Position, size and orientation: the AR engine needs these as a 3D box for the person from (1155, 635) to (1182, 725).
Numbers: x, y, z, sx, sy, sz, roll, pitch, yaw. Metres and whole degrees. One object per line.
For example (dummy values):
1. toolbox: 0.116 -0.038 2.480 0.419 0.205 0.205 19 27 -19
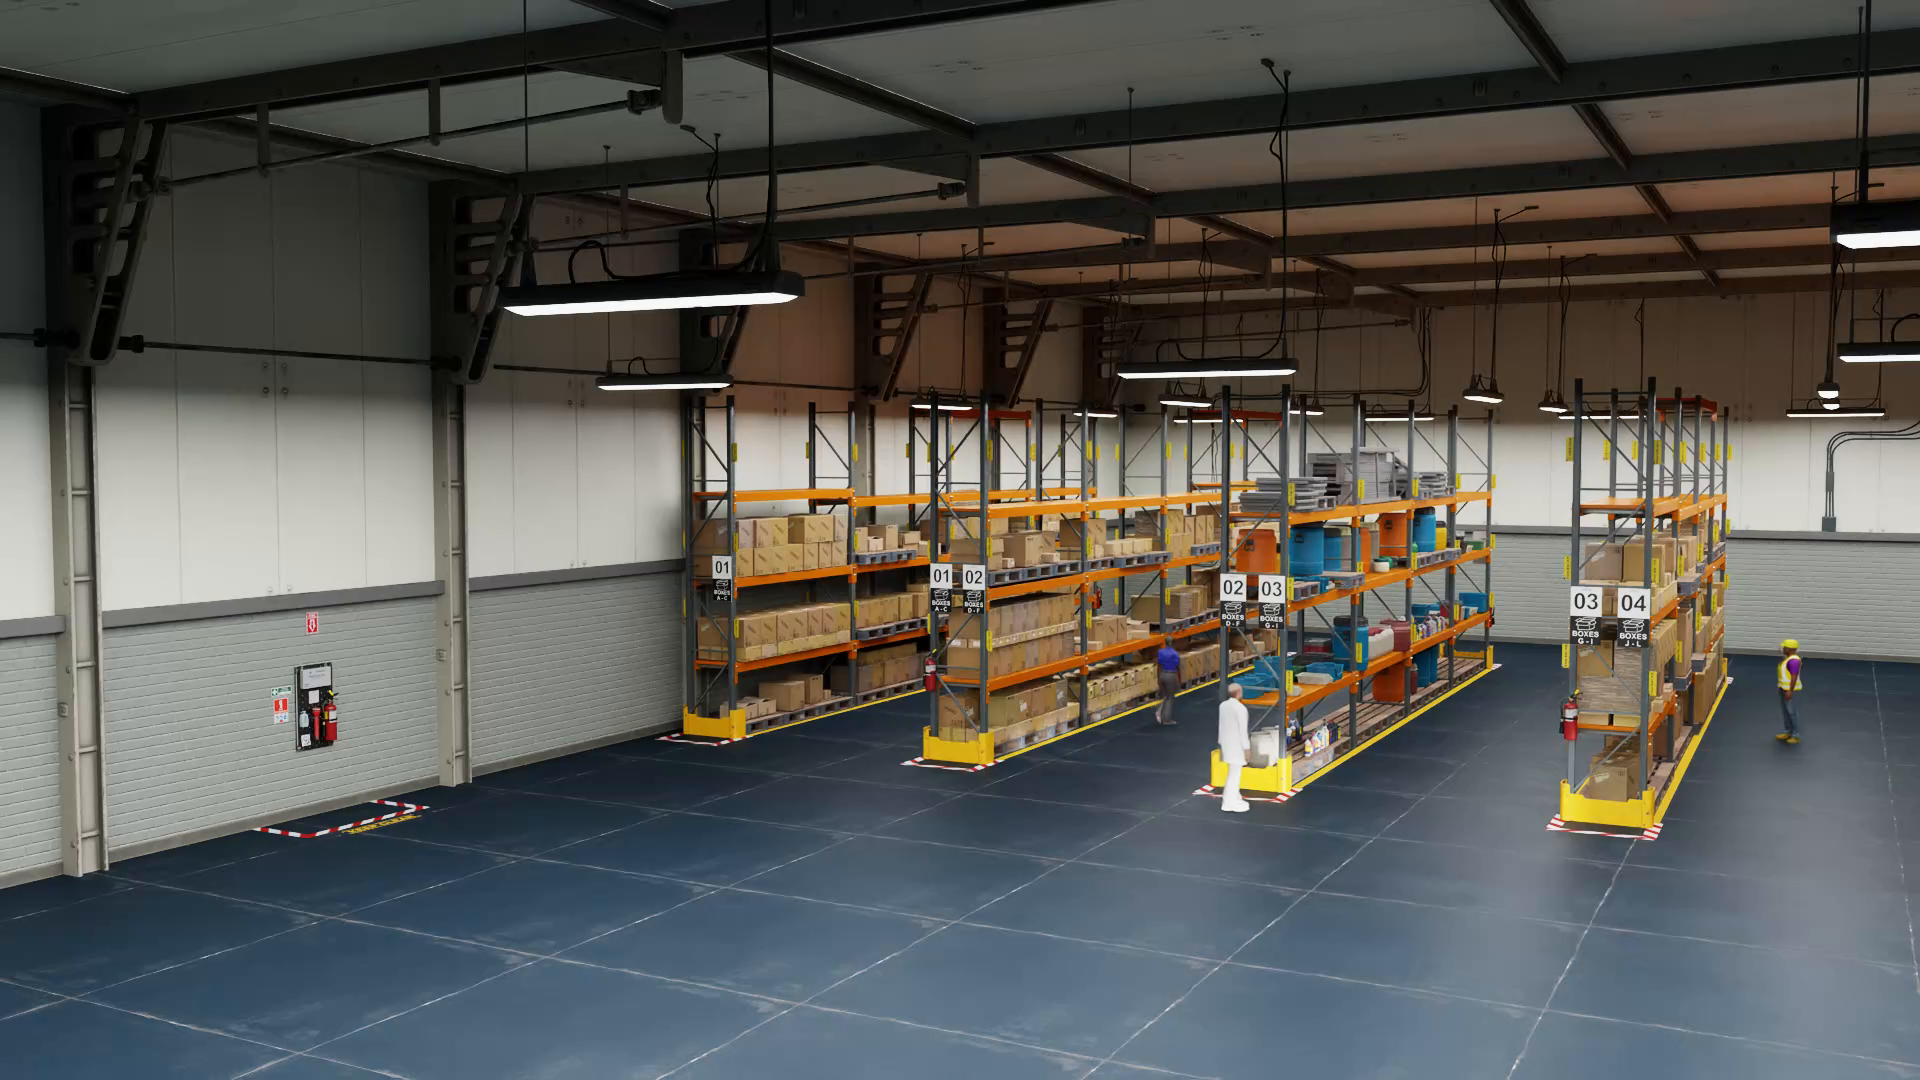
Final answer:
1. person: 3.846 2.562 30.430 0.432 1.655 0.434 -1 3 -25

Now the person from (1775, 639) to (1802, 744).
1. person: 14.390 2.612 28.830 0.396 1.798 0.581 0 3 -1

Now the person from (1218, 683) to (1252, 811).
1. person: 3.918 2.897 23.255 0.553 1.800 0.646 -1 3 -19
